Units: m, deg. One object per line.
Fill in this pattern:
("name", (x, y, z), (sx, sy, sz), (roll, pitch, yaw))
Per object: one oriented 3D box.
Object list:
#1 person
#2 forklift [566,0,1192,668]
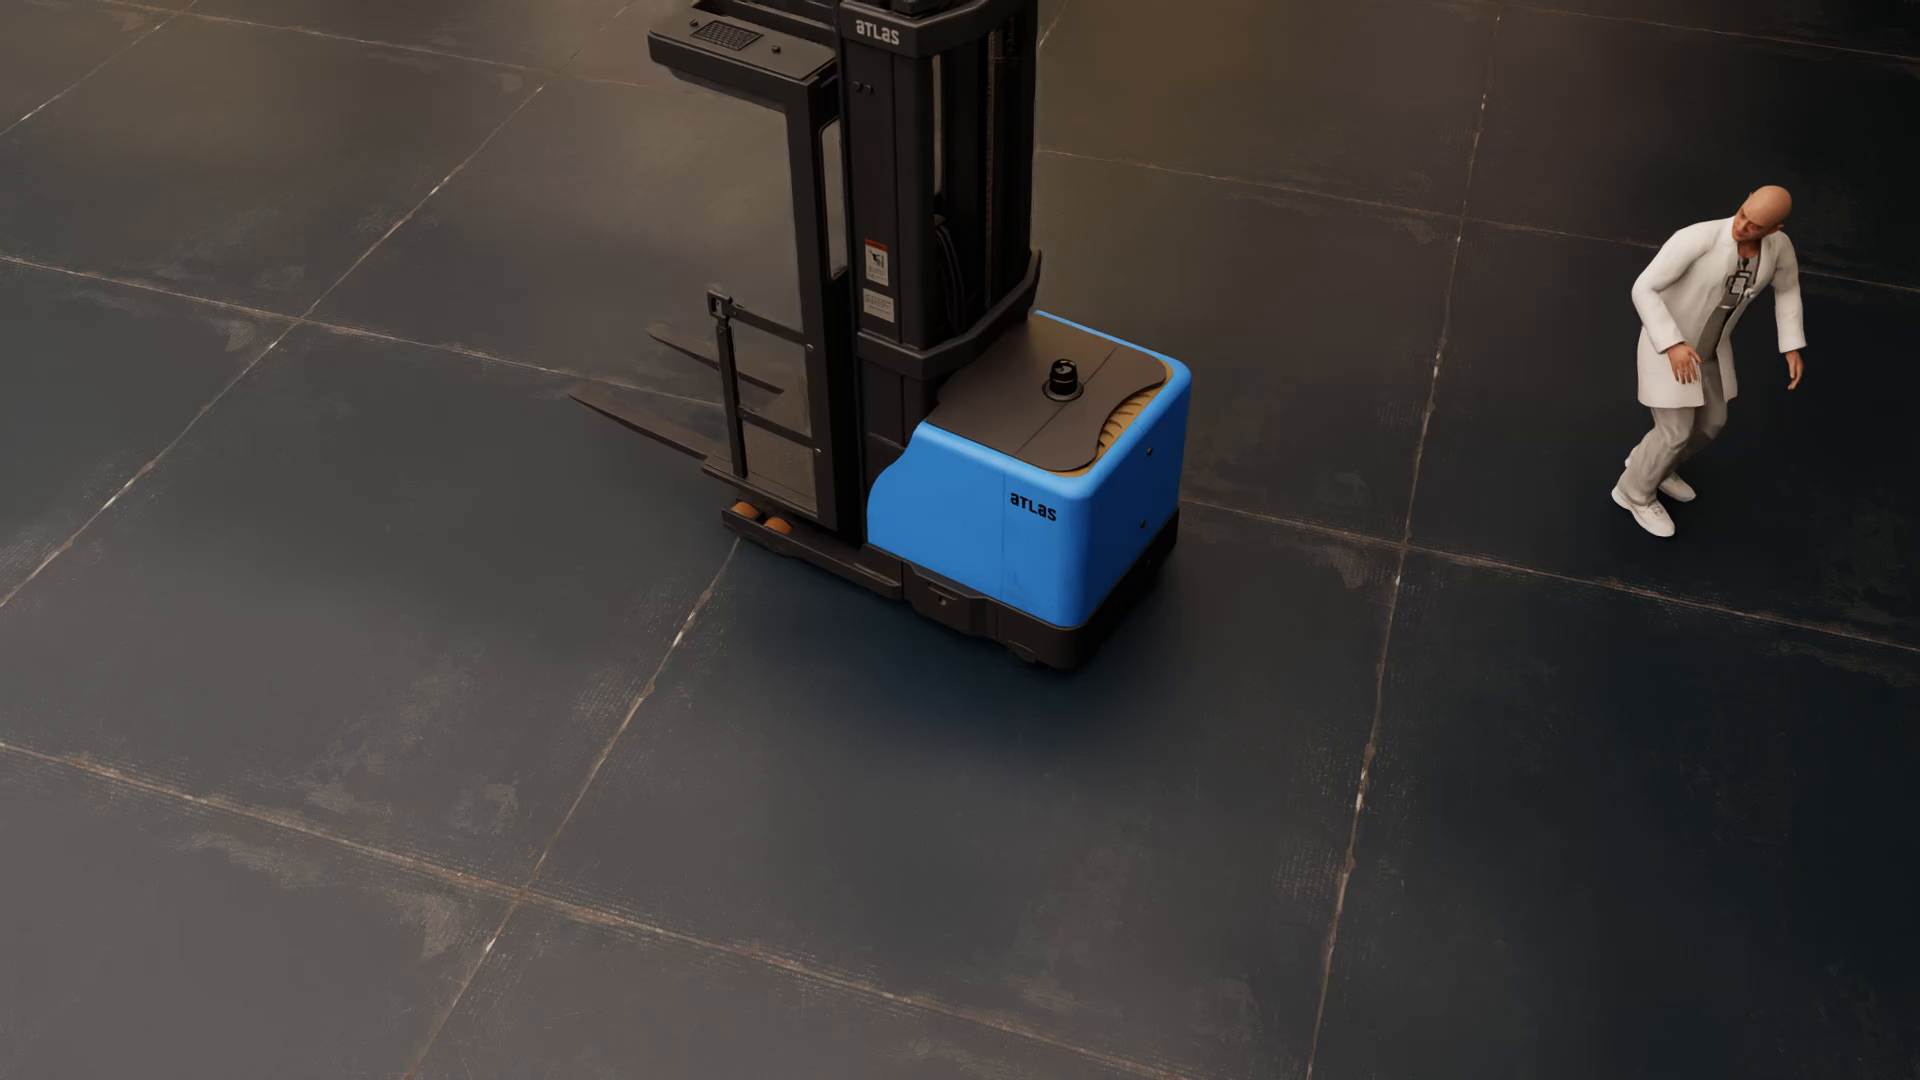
("person", (3.364, -0.821, 7.478), (0.817, 1.730, 0.546), (-13, 45, -14))
("forklift", (-0.517, -1.295, 7.080), (3.031, 2.935, 1.130), (23, 48, 23))
